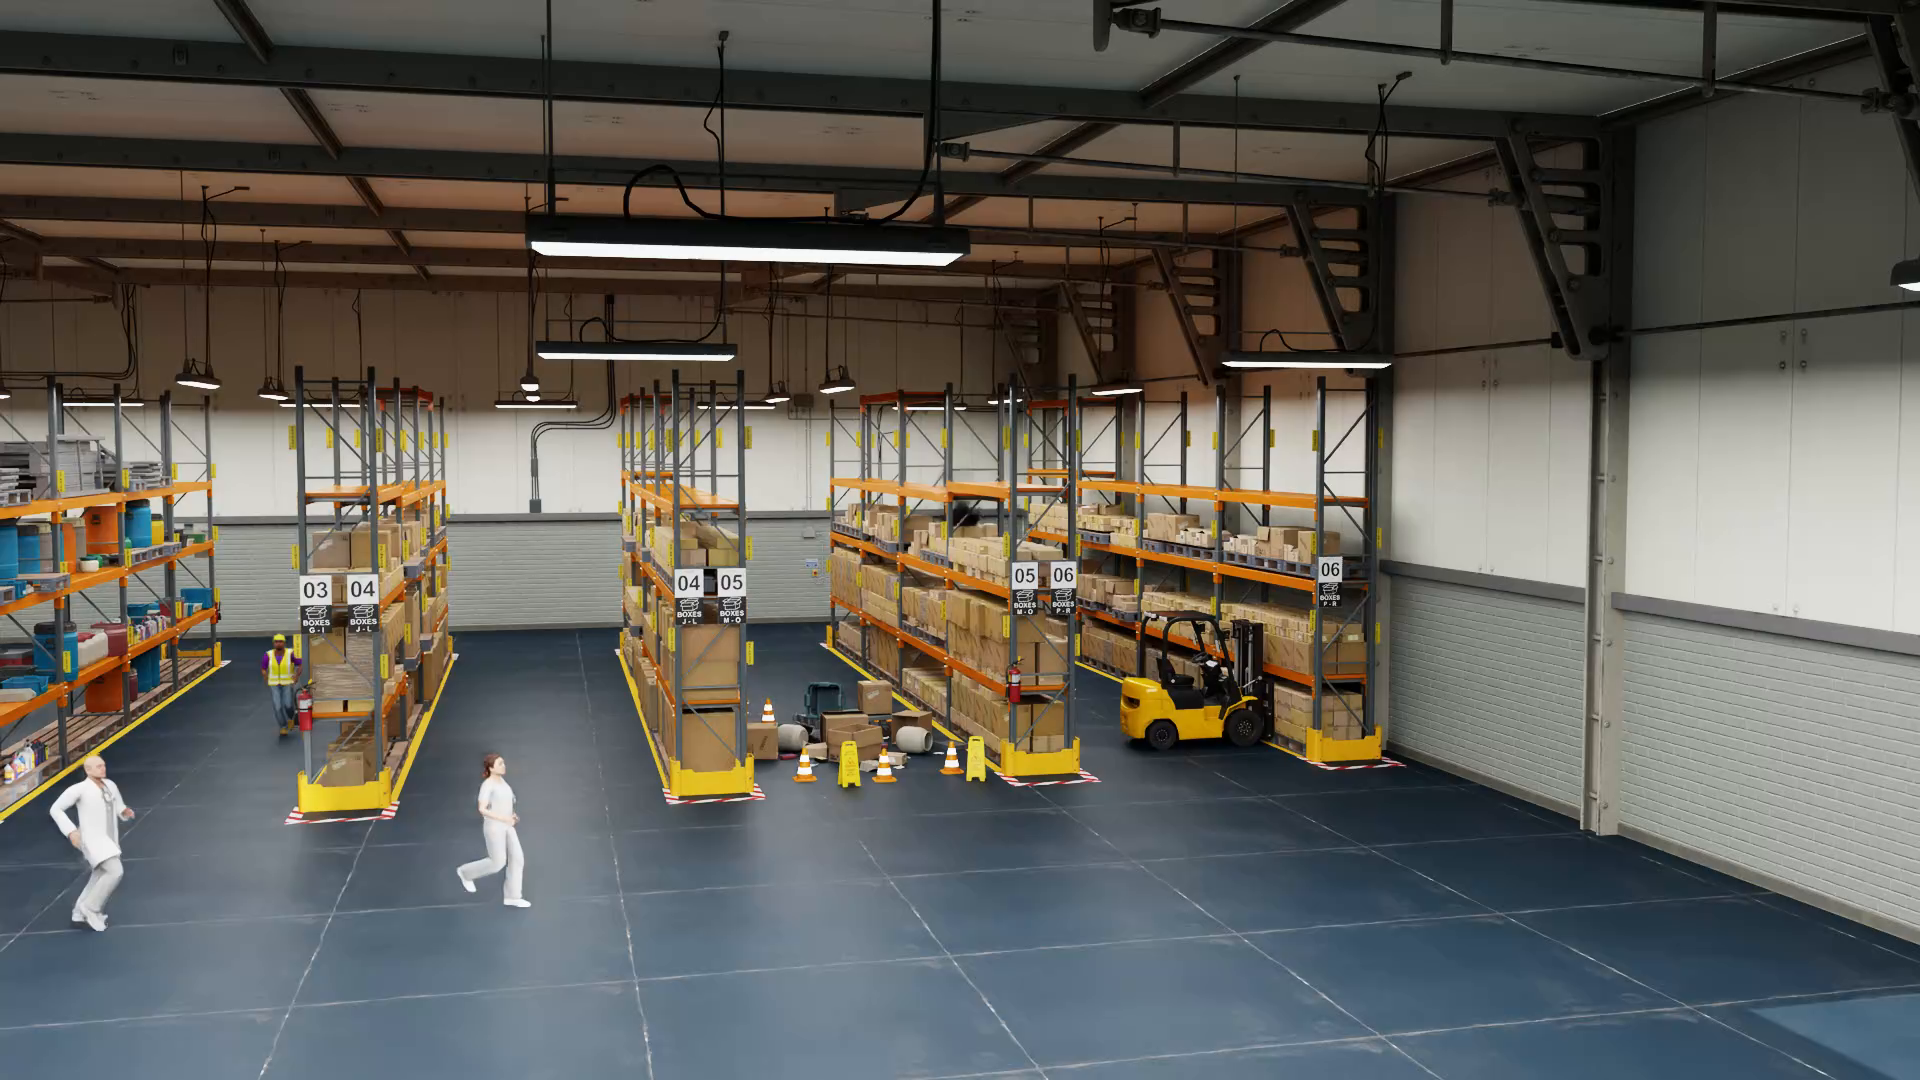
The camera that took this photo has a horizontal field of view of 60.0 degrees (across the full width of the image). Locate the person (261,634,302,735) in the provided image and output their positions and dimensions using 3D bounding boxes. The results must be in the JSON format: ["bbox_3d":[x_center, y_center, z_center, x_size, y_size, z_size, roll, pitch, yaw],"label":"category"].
[{"bbox_3d":[-11.513,2.450,28.208,0.674,1.721,0.569,-1,4,-14],"label":"person"}]

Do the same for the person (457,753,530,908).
[{"bbox_3d":[-5.010,3.115,17.896,0.828,1.653,0.574,1,4,14],"label":"person"}]

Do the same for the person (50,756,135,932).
[{"bbox_3d":[-8.799,3.103,17.034,0.745,1.783,0.683,1,3,8],"label":"person"}]
